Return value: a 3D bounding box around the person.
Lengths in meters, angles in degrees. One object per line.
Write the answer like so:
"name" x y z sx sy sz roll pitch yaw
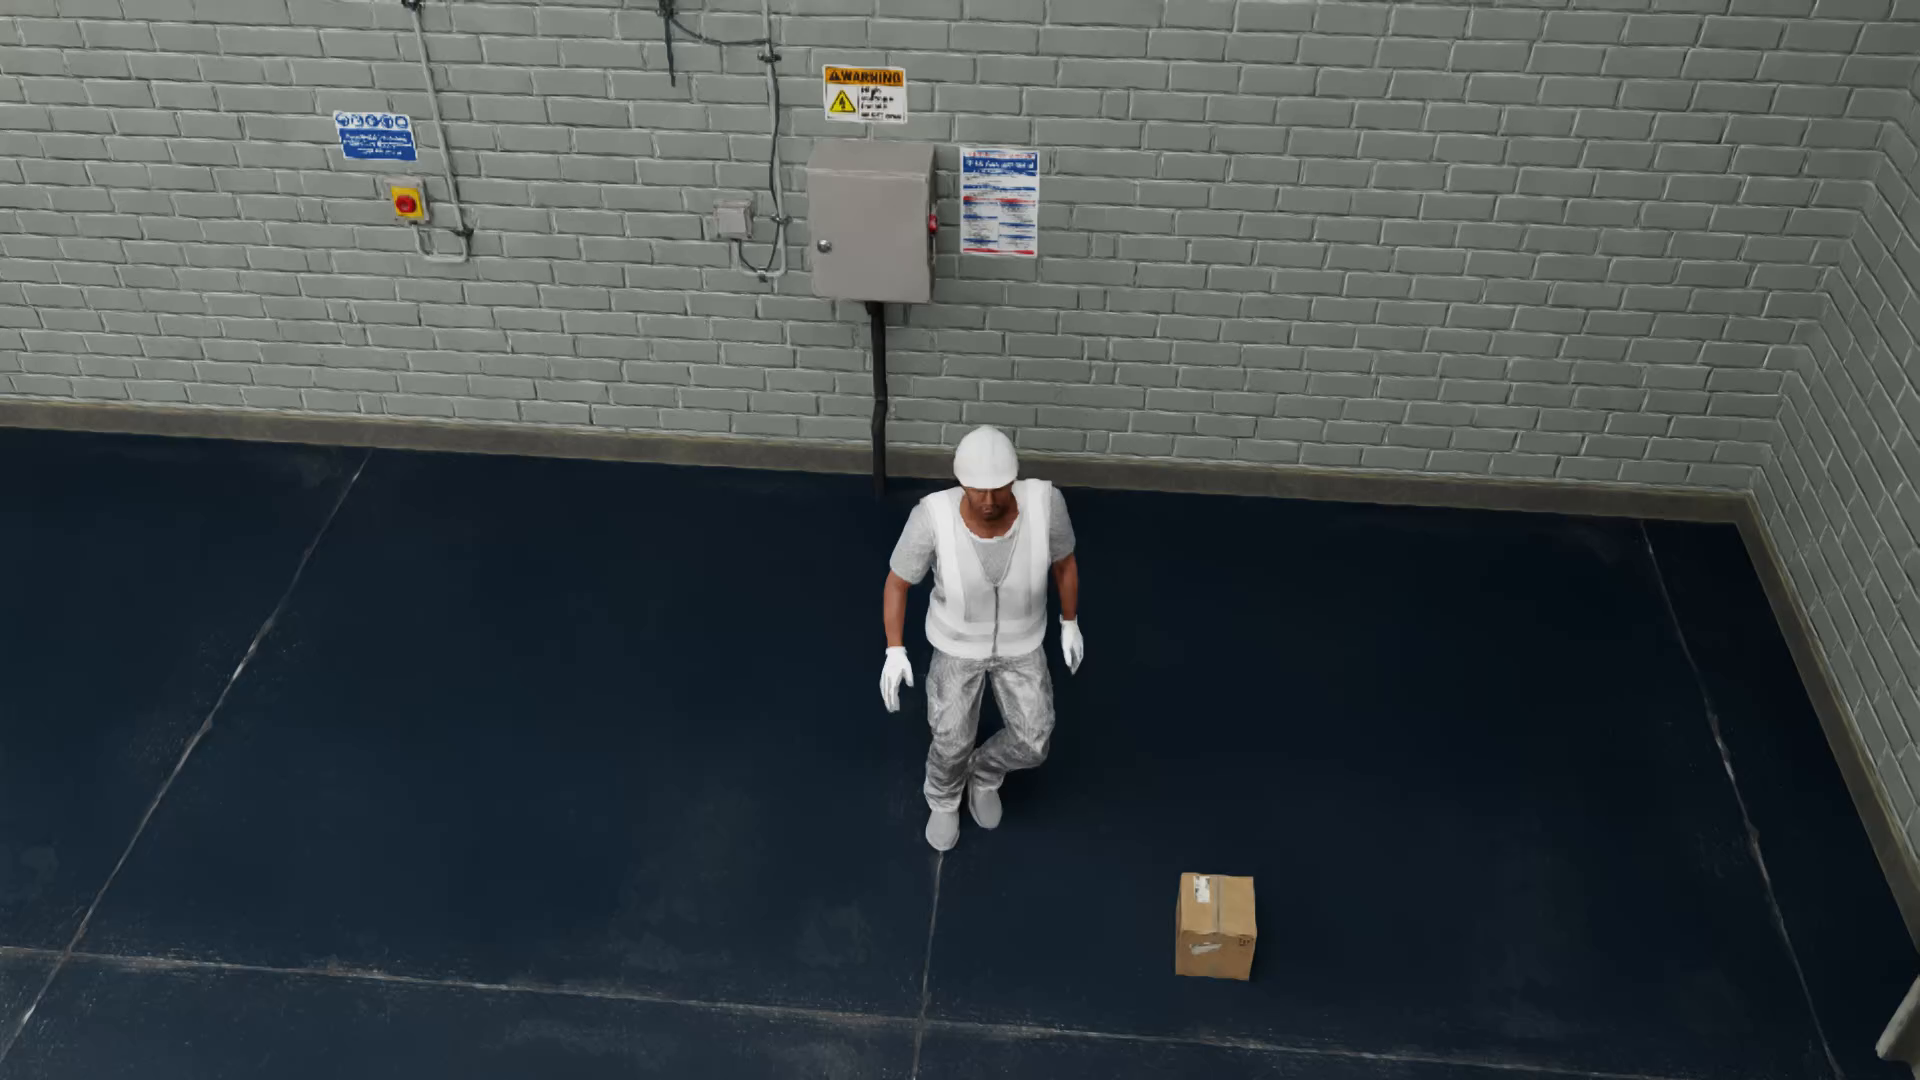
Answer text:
"person" 0.072 0.377 5.747 0.743 1.762 0.484 -7 40 -8
